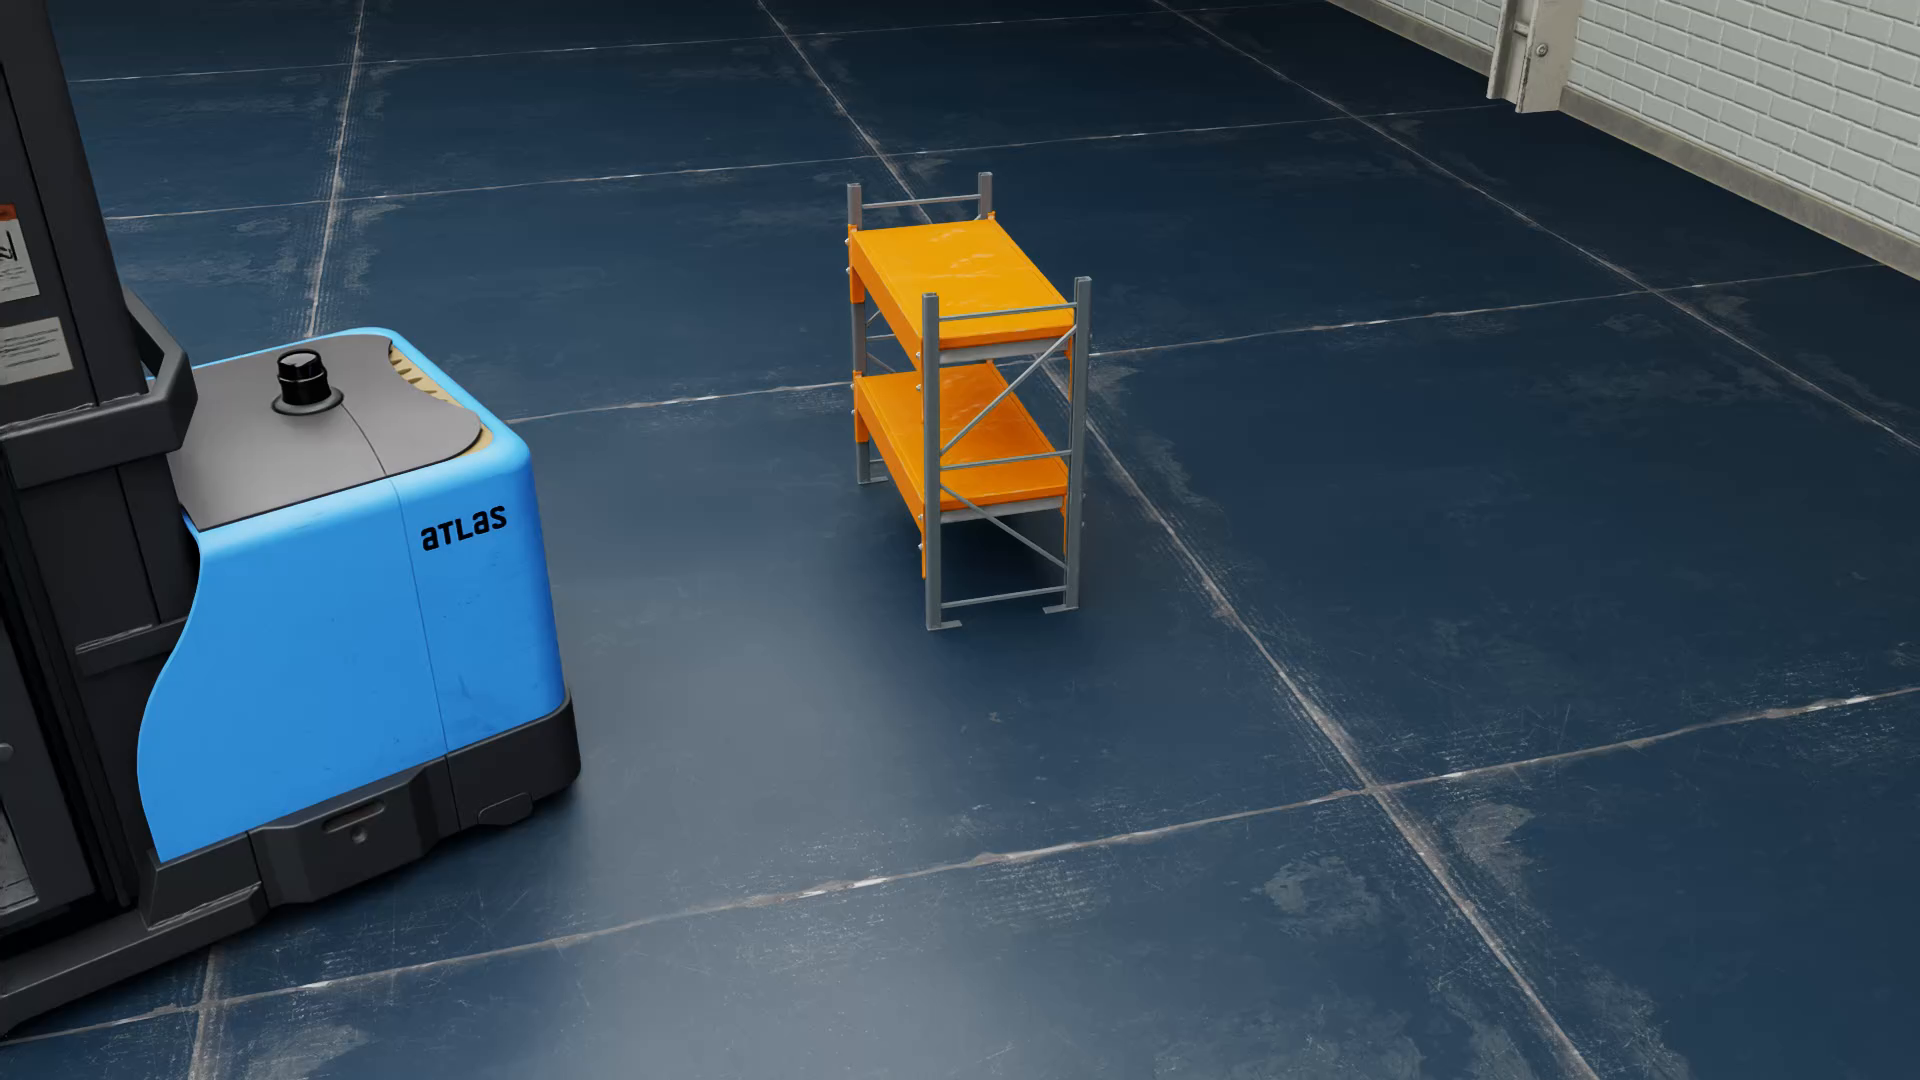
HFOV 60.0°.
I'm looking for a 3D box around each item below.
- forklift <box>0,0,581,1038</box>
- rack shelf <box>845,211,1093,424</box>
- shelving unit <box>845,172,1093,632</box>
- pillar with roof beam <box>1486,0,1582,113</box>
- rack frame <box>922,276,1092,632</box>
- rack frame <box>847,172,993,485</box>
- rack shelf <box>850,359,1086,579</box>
[{"bbox_3d":[-2.514,-0.320,3.377,3.031,2.935,1.130,-21,36,-31],"label":"forklift"},{"bbox_3d":[0.002,-0.737,5.316,0.538,0.278,1.000,-8,31,-13],"label":"rack shelf"},{"bbox_3d":[0.002,-0.484,5.463,0.538,1.125,1.048,-8,31,-13],"label":"shelving unit"},{"bbox_3d":[-0.579,-6.090,7.288,9.100,9.000,0.400,-8,31,-13],"label":"pillar with roof beam"},{"bbox_3d":[0.137,-0.238,5.038,0.500,1.125,0.032,-8,31,-13],"label":"rack frame"},{"bbox_3d":[-0.133,-0.729,5.887,0.500,1.125,0.032,-8,31,-13],"label":"rack frame"},{"bbox_3d":[0.002,-0.272,5.585,0.538,0.278,1.000,-8,31,-13],"label":"rack shelf"}]
